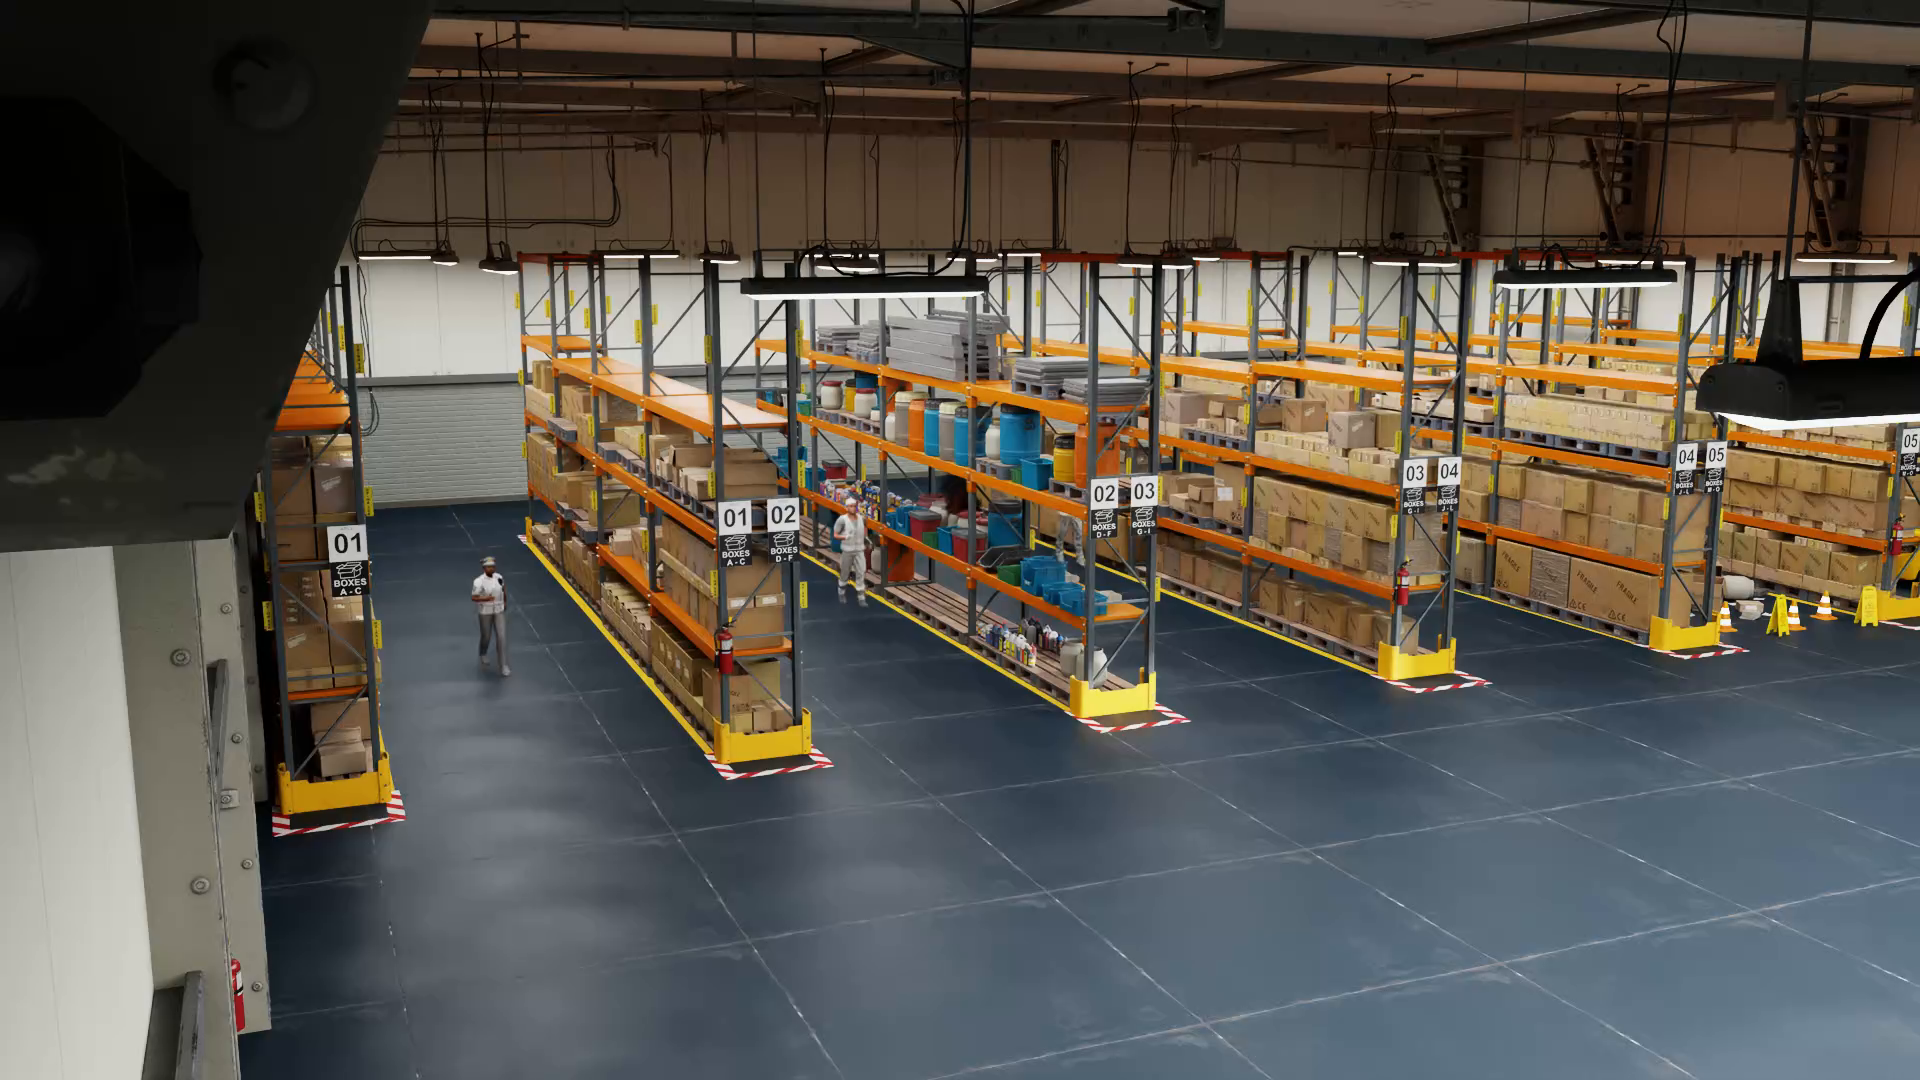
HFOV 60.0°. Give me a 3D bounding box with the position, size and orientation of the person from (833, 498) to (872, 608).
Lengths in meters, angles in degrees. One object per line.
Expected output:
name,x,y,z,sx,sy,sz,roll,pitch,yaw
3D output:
person,-1.757,0.213,27.287,0.668,1.822,0.929,-5,11,-23

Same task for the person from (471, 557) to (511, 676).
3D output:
person,-6.843,1.074,24.293,0.575,1.691,0.909,-7,12,-32

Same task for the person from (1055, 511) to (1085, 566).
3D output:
person,2.059,-0.423,30.675,0.677,1.837,0.892,-5,12,-26
